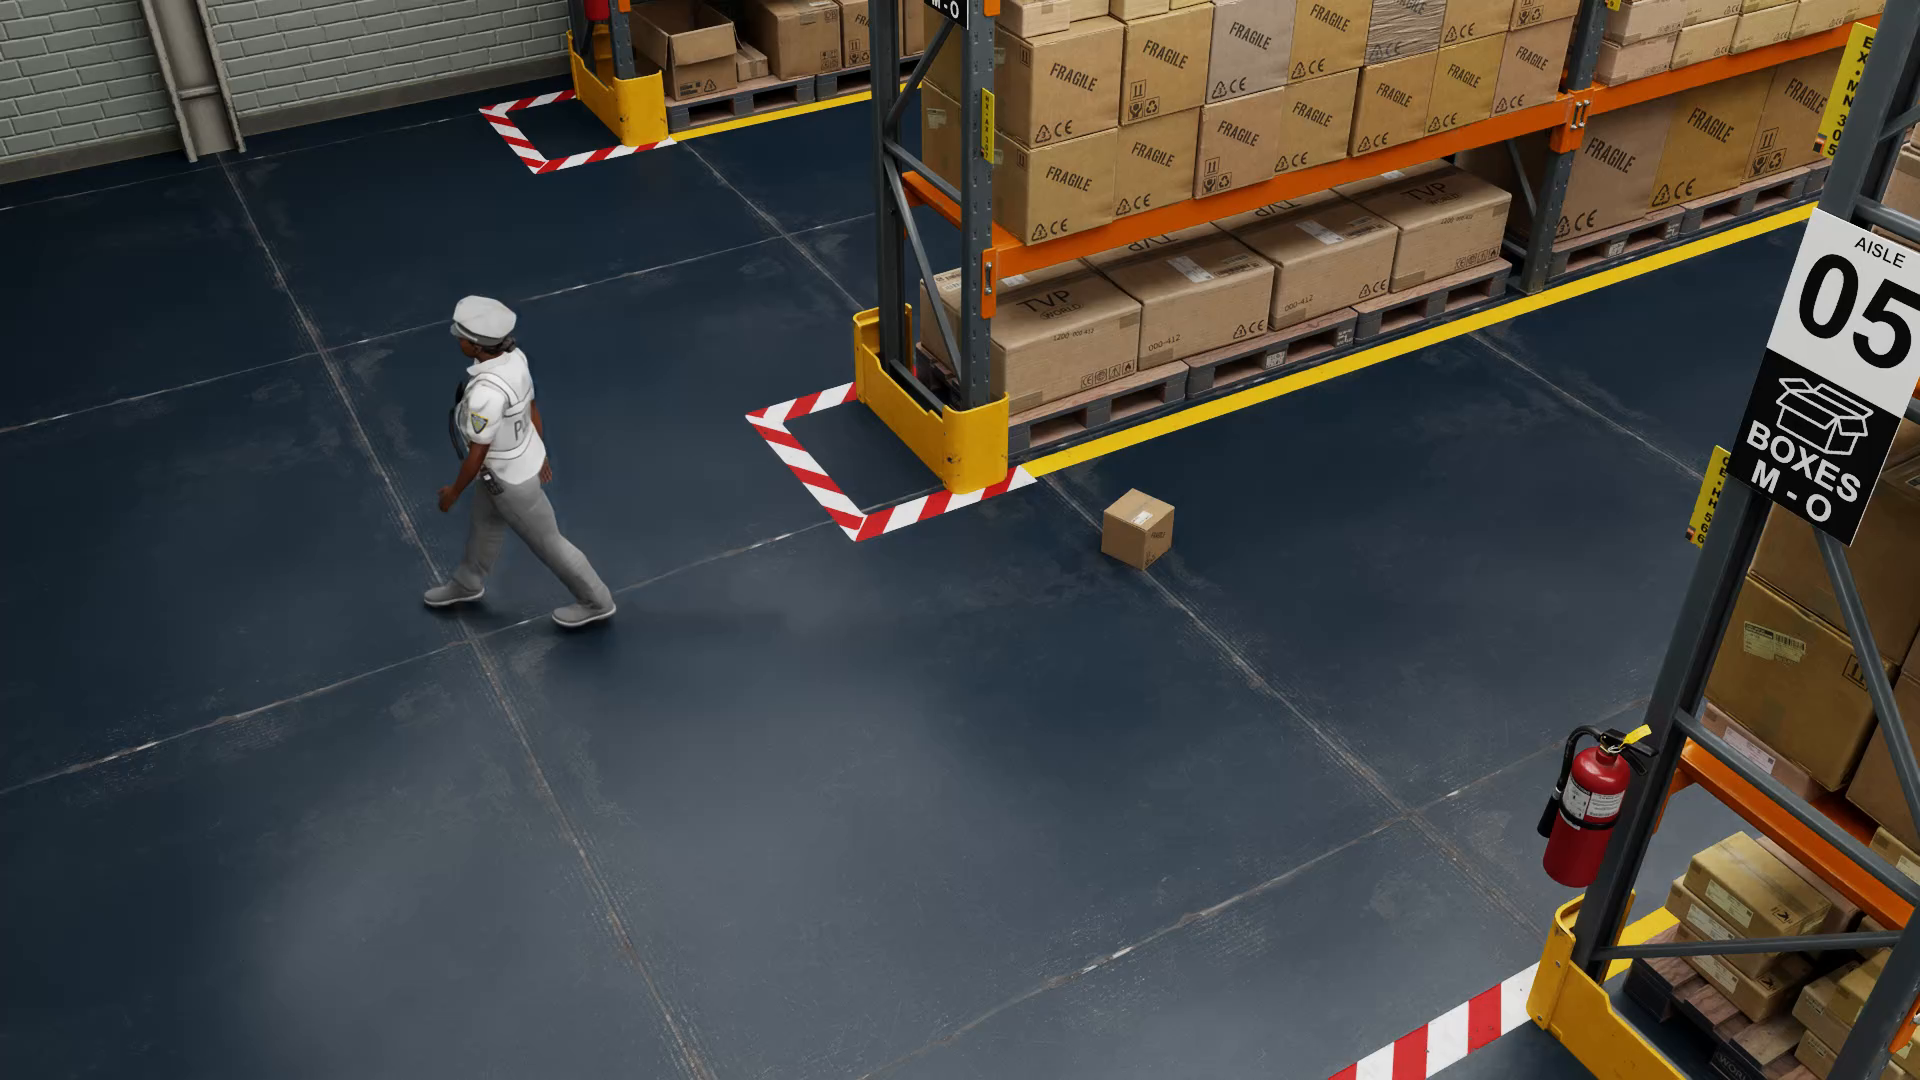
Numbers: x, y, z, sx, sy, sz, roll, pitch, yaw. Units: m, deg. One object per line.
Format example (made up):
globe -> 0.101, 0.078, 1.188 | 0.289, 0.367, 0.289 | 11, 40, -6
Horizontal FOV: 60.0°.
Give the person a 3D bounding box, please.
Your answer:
person -> -2.072, -0.311, 7.299 | 0.924, 1.653, 0.458 | -1, 37, -1
